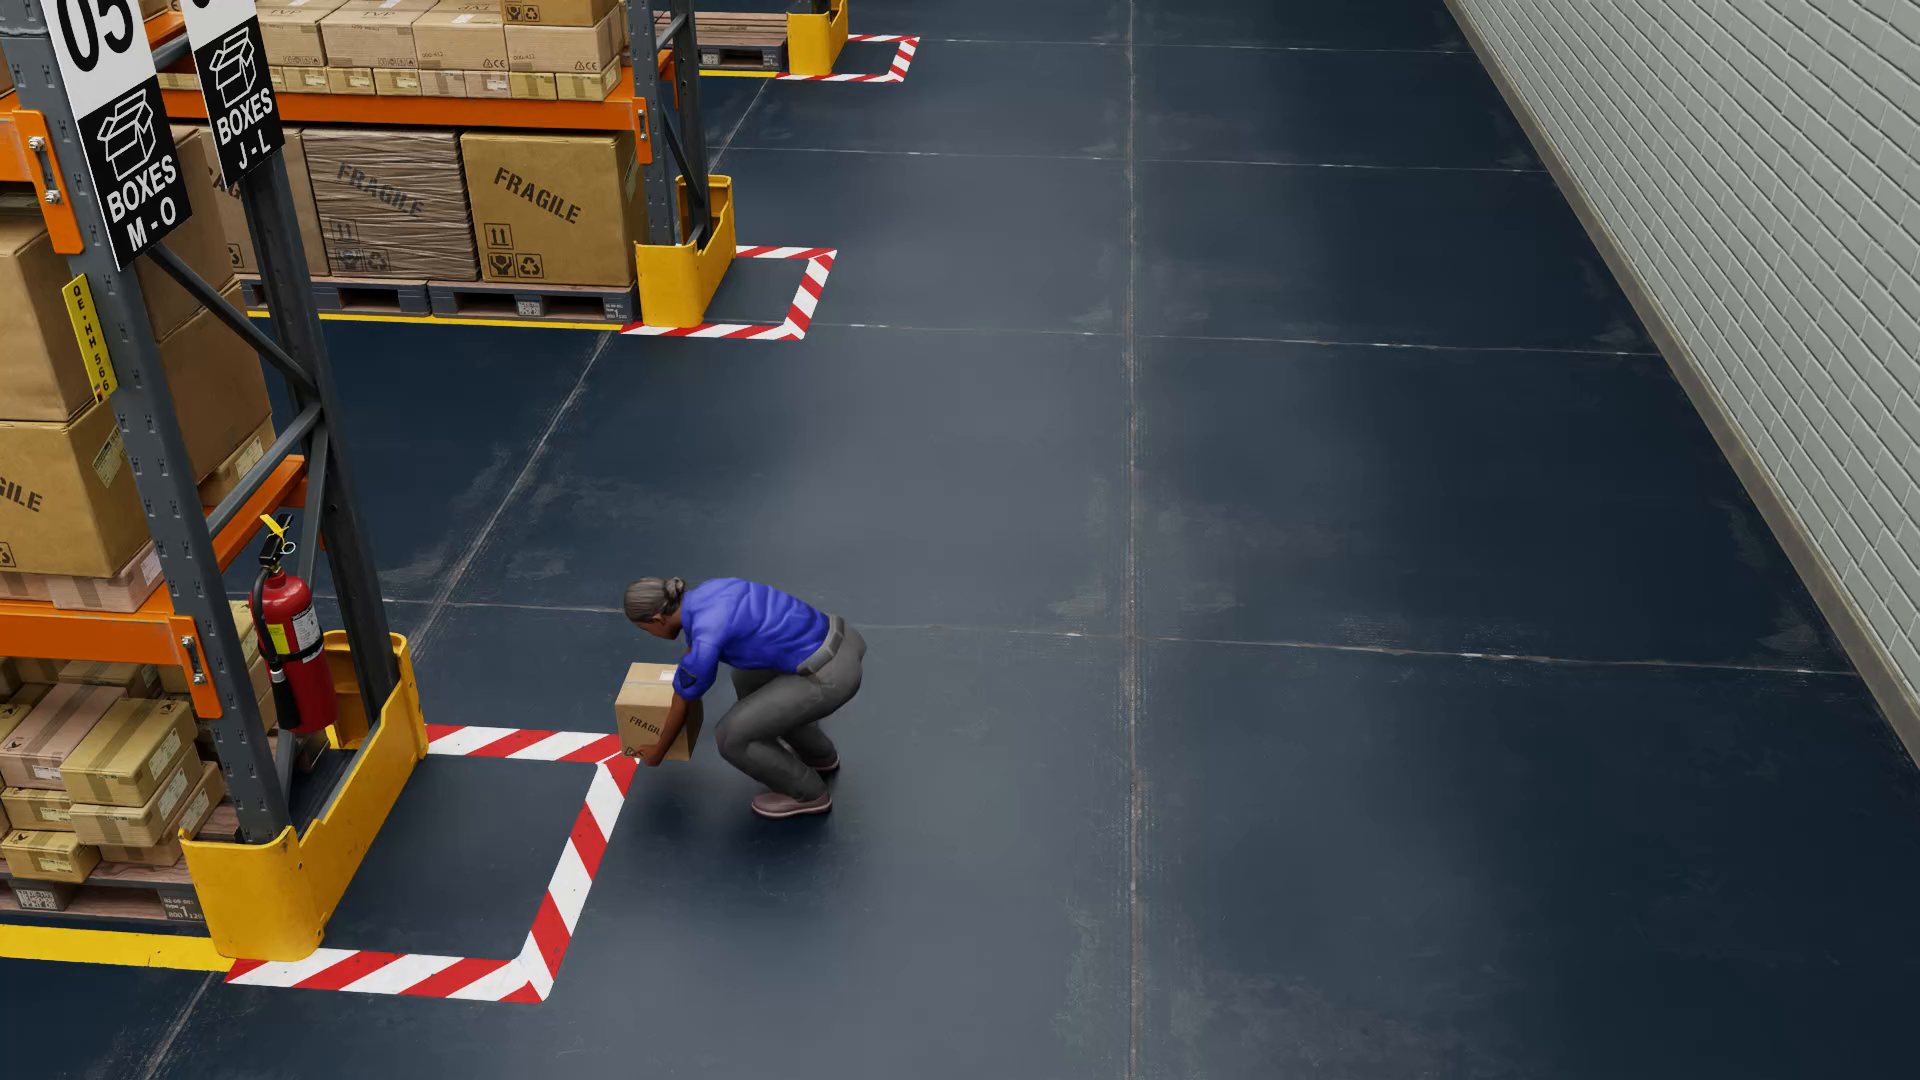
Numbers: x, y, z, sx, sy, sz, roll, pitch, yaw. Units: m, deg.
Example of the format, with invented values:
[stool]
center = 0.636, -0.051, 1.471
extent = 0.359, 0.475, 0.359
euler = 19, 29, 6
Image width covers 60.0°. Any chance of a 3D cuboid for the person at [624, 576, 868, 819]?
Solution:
[person]
center = -0.762, 0.530, 5.988
extent = 0.855, 0.931, 0.468
euler = 1, 32, 2
